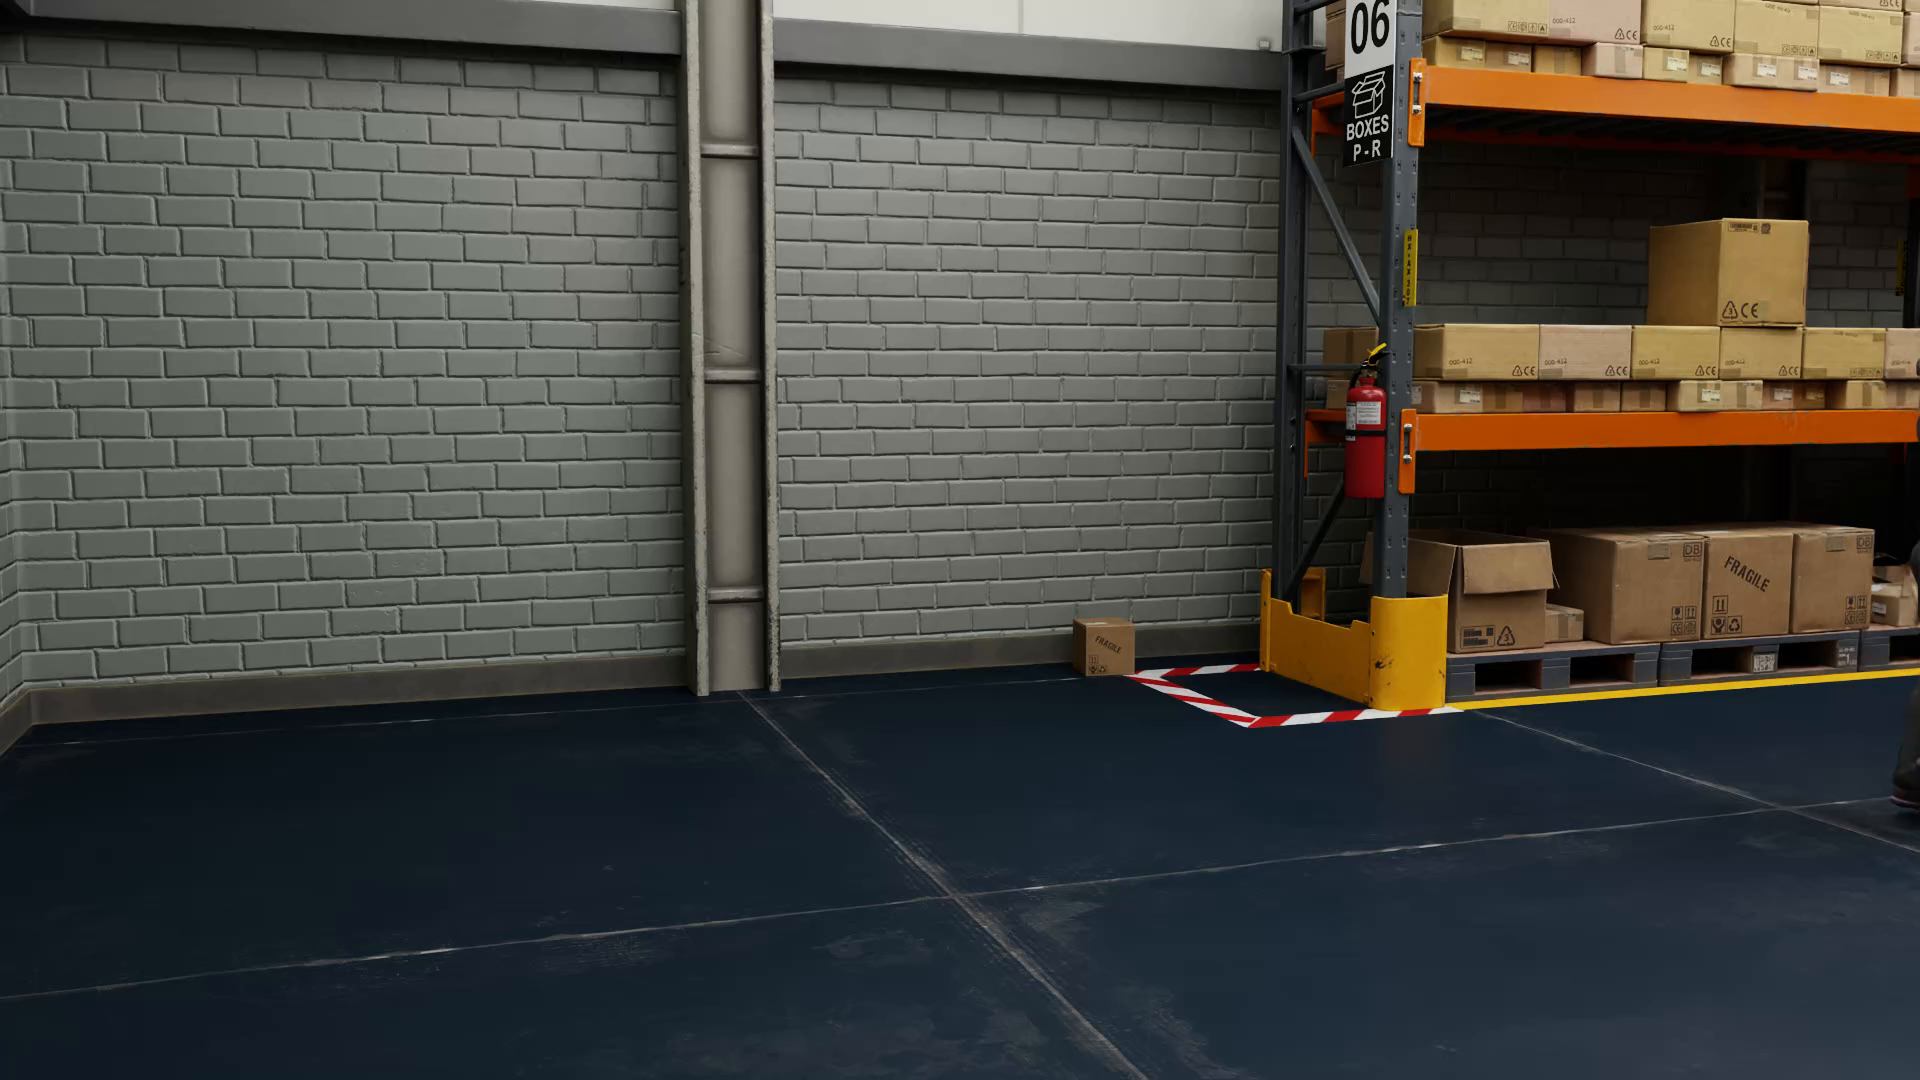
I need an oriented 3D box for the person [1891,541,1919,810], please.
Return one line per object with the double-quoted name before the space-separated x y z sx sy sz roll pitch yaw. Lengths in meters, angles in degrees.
"person" 3.342 0.113 5.430 0.445 1.672 0.435 2 6 23
